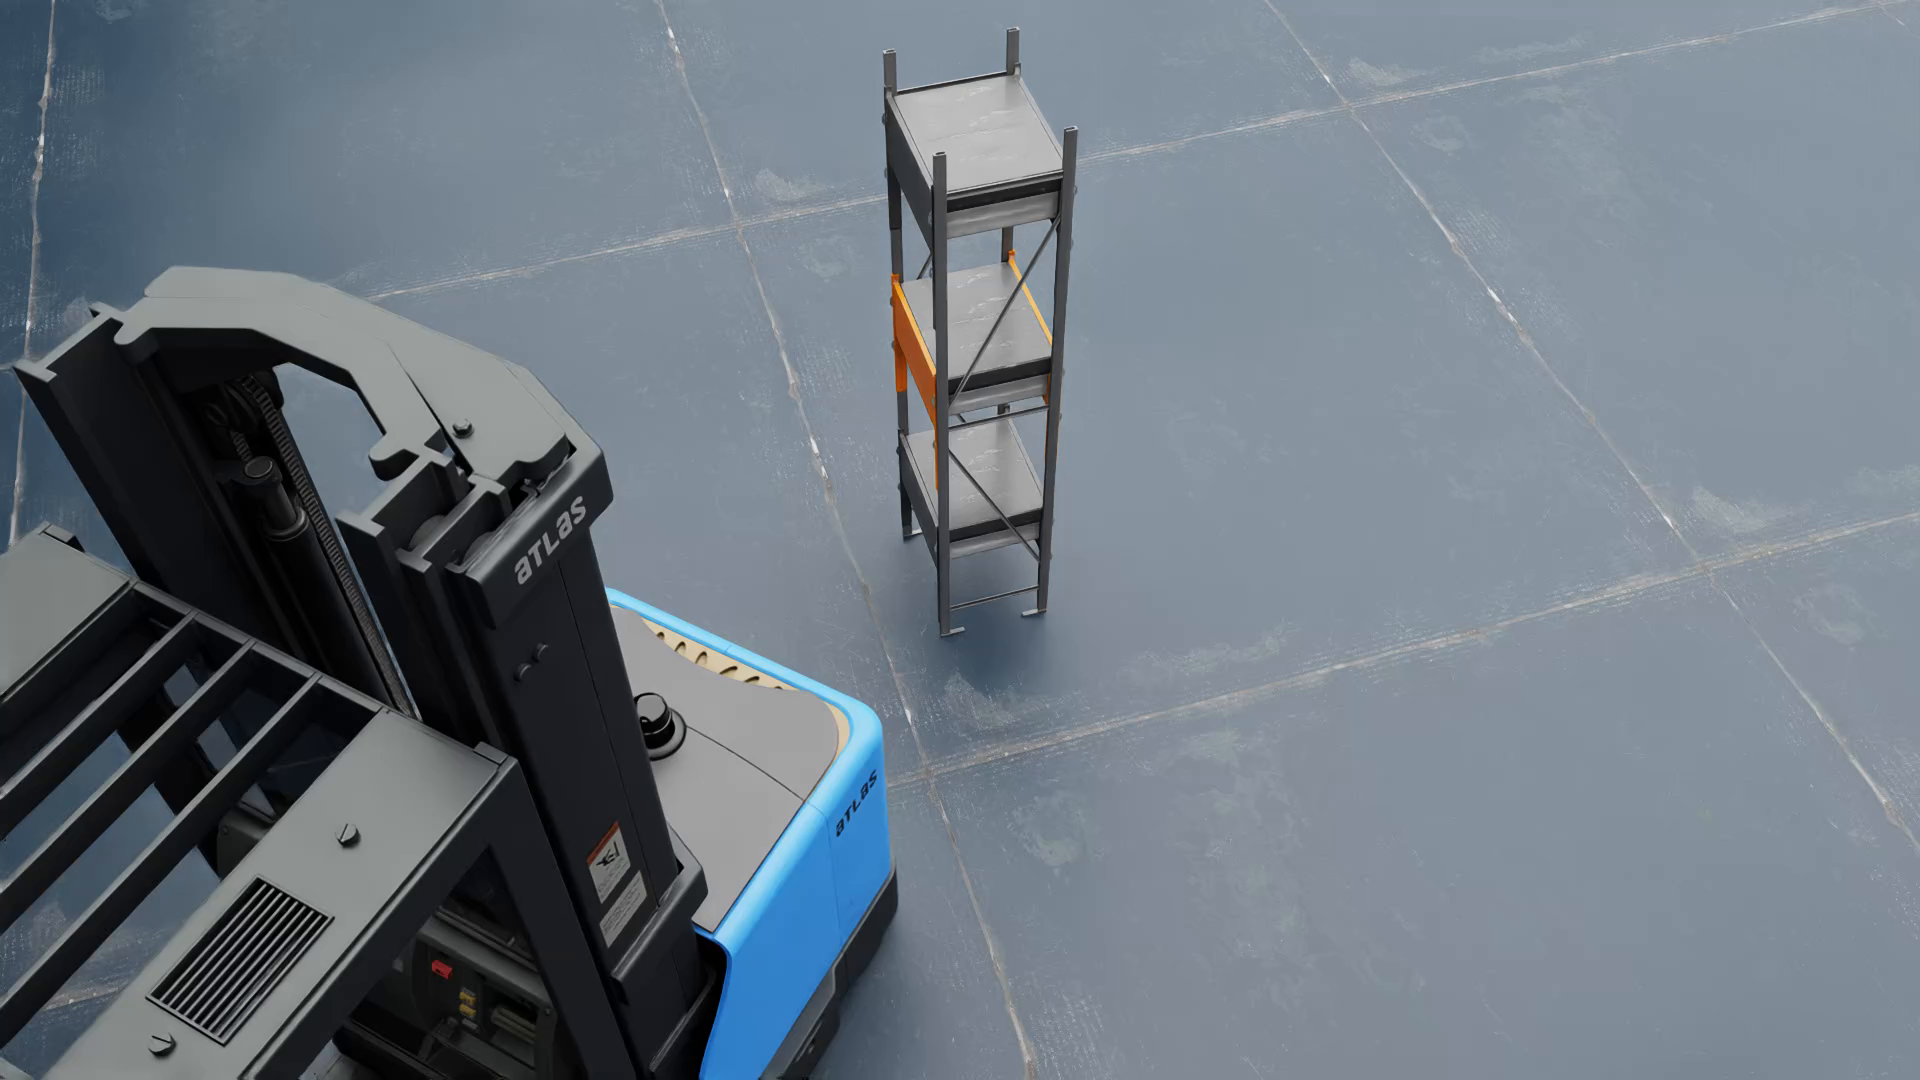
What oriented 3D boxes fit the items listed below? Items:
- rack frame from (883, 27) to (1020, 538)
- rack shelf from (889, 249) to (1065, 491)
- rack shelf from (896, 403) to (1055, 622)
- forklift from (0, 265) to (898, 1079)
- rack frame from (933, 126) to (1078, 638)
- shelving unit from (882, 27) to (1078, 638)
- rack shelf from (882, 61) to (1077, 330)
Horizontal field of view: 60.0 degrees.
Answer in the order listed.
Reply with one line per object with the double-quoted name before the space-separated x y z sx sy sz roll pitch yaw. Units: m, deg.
"rack frame" -0.023 -0.734 5.496 0.400 2.100 0.015 -13 51 -11
"rack shelf" 0.049 -0.547 5.356 0.431 0.518 0.480 -13 51 -11
"rack shelf" 0.049 -0.096 5.891 0.431 0.518 0.480 -13 51 -11
"forklift" -1.338 1.027 3.467 1.130 2.935 3.031 22 53 18
"rack frame" 0.121 -0.378 5.195 0.400 2.100 0.015 -13 51 -11
"shelving unit" 0.049 -0.556 5.345 0.431 2.100 0.503 -13 51 -11
"rack shelf" 0.049 -0.998 4.821 0.431 0.518 0.480 -13 51 -11
